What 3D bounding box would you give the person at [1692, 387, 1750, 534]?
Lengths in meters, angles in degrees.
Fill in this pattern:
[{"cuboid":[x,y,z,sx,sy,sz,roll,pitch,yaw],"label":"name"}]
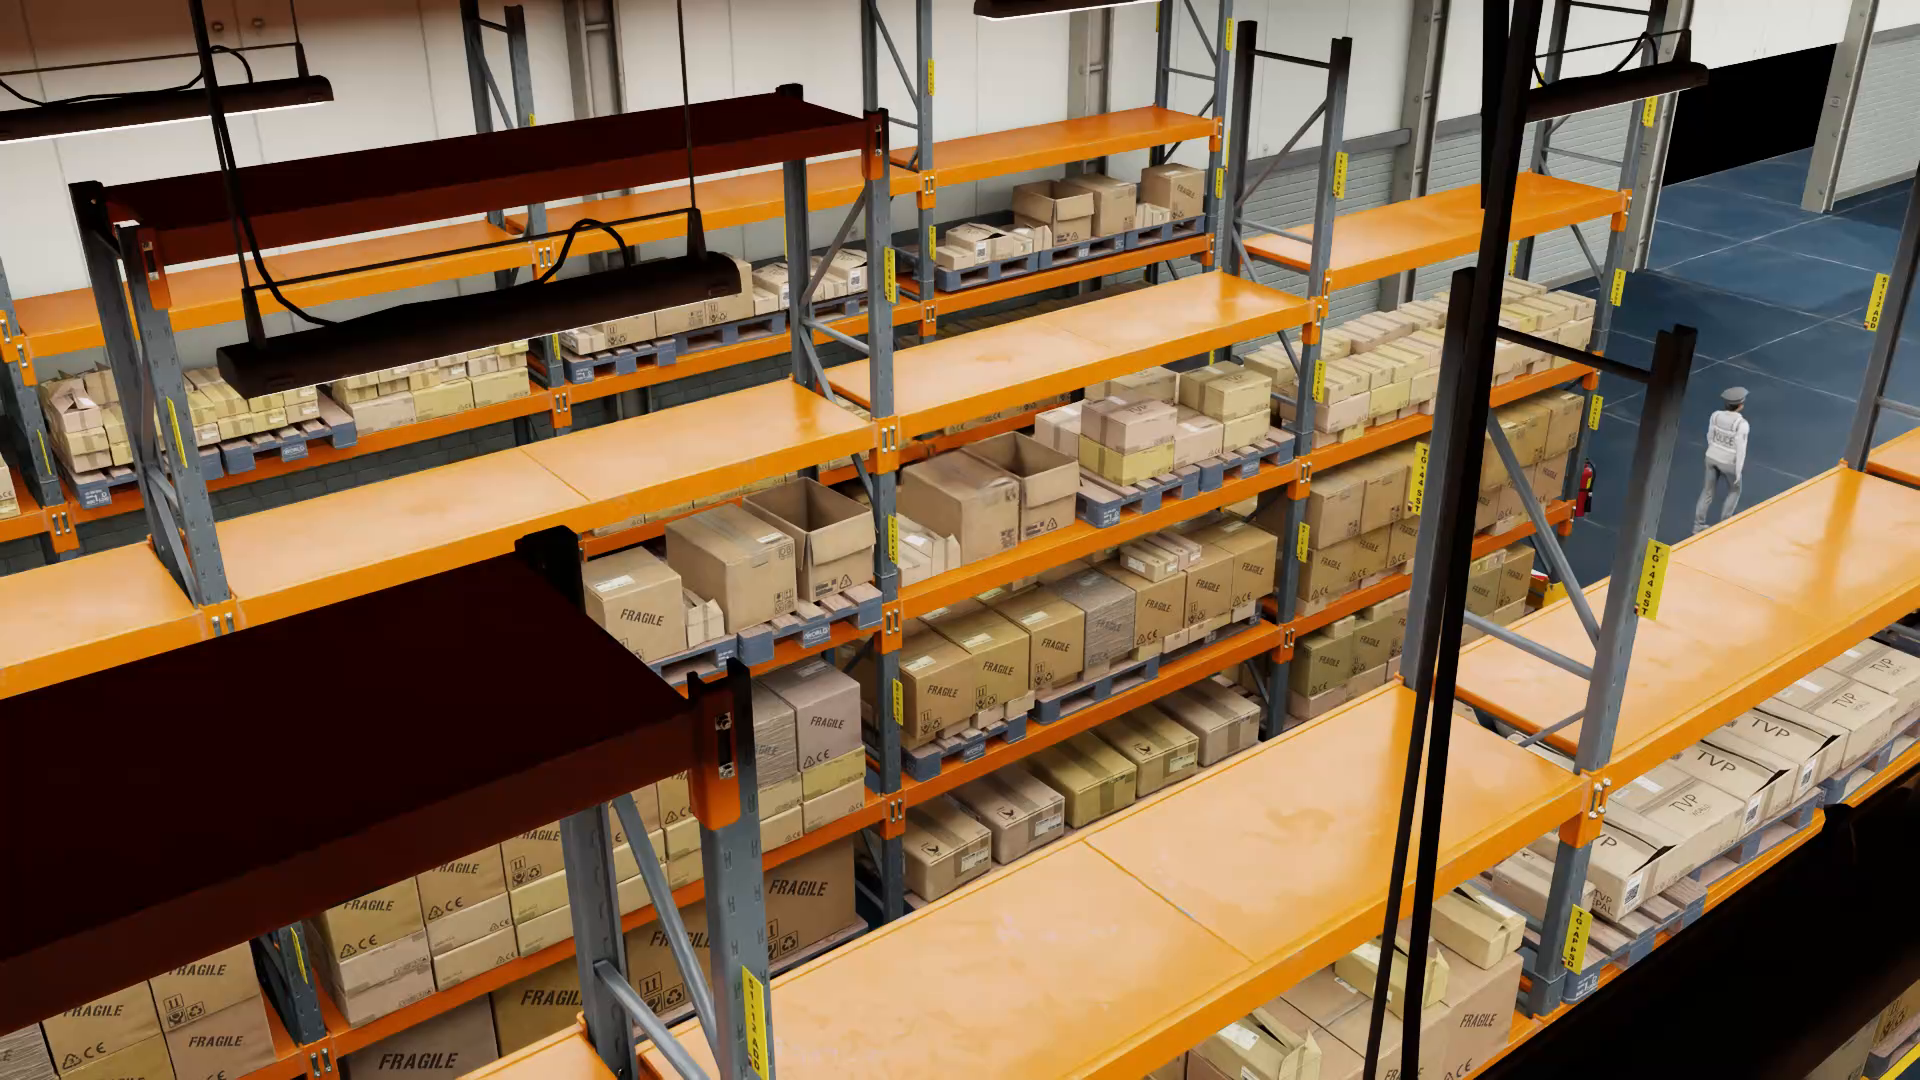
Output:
[{"cuboid":[8.253,-0.843,17.924,0.516,1.696,0.514,-17,31,-30],"label":"person"}]
